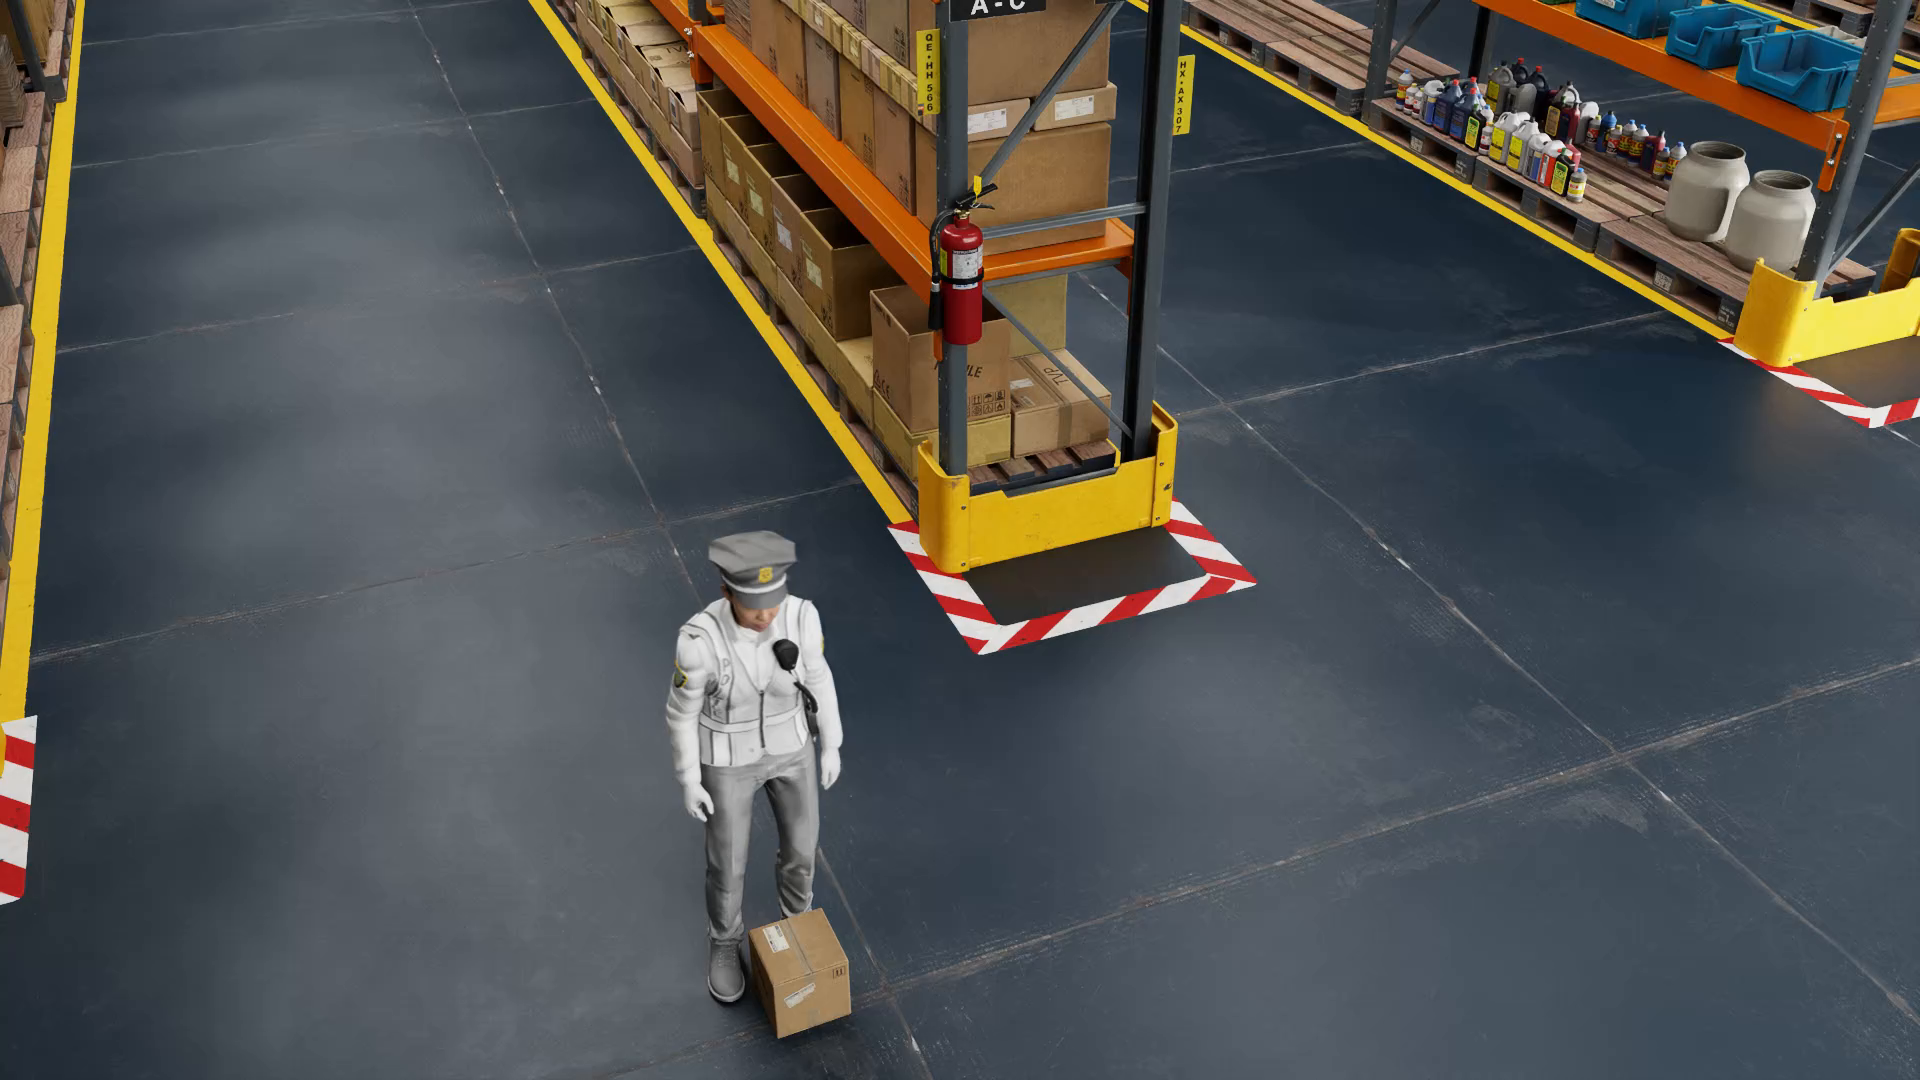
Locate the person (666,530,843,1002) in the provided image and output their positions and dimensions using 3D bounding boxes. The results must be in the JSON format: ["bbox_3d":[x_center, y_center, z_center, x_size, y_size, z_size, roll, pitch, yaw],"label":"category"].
[{"bbox_3d":[-0.616,0.679,5.118,0.529,1.664,0.372,-13,36,-18],"label":"person"}]
